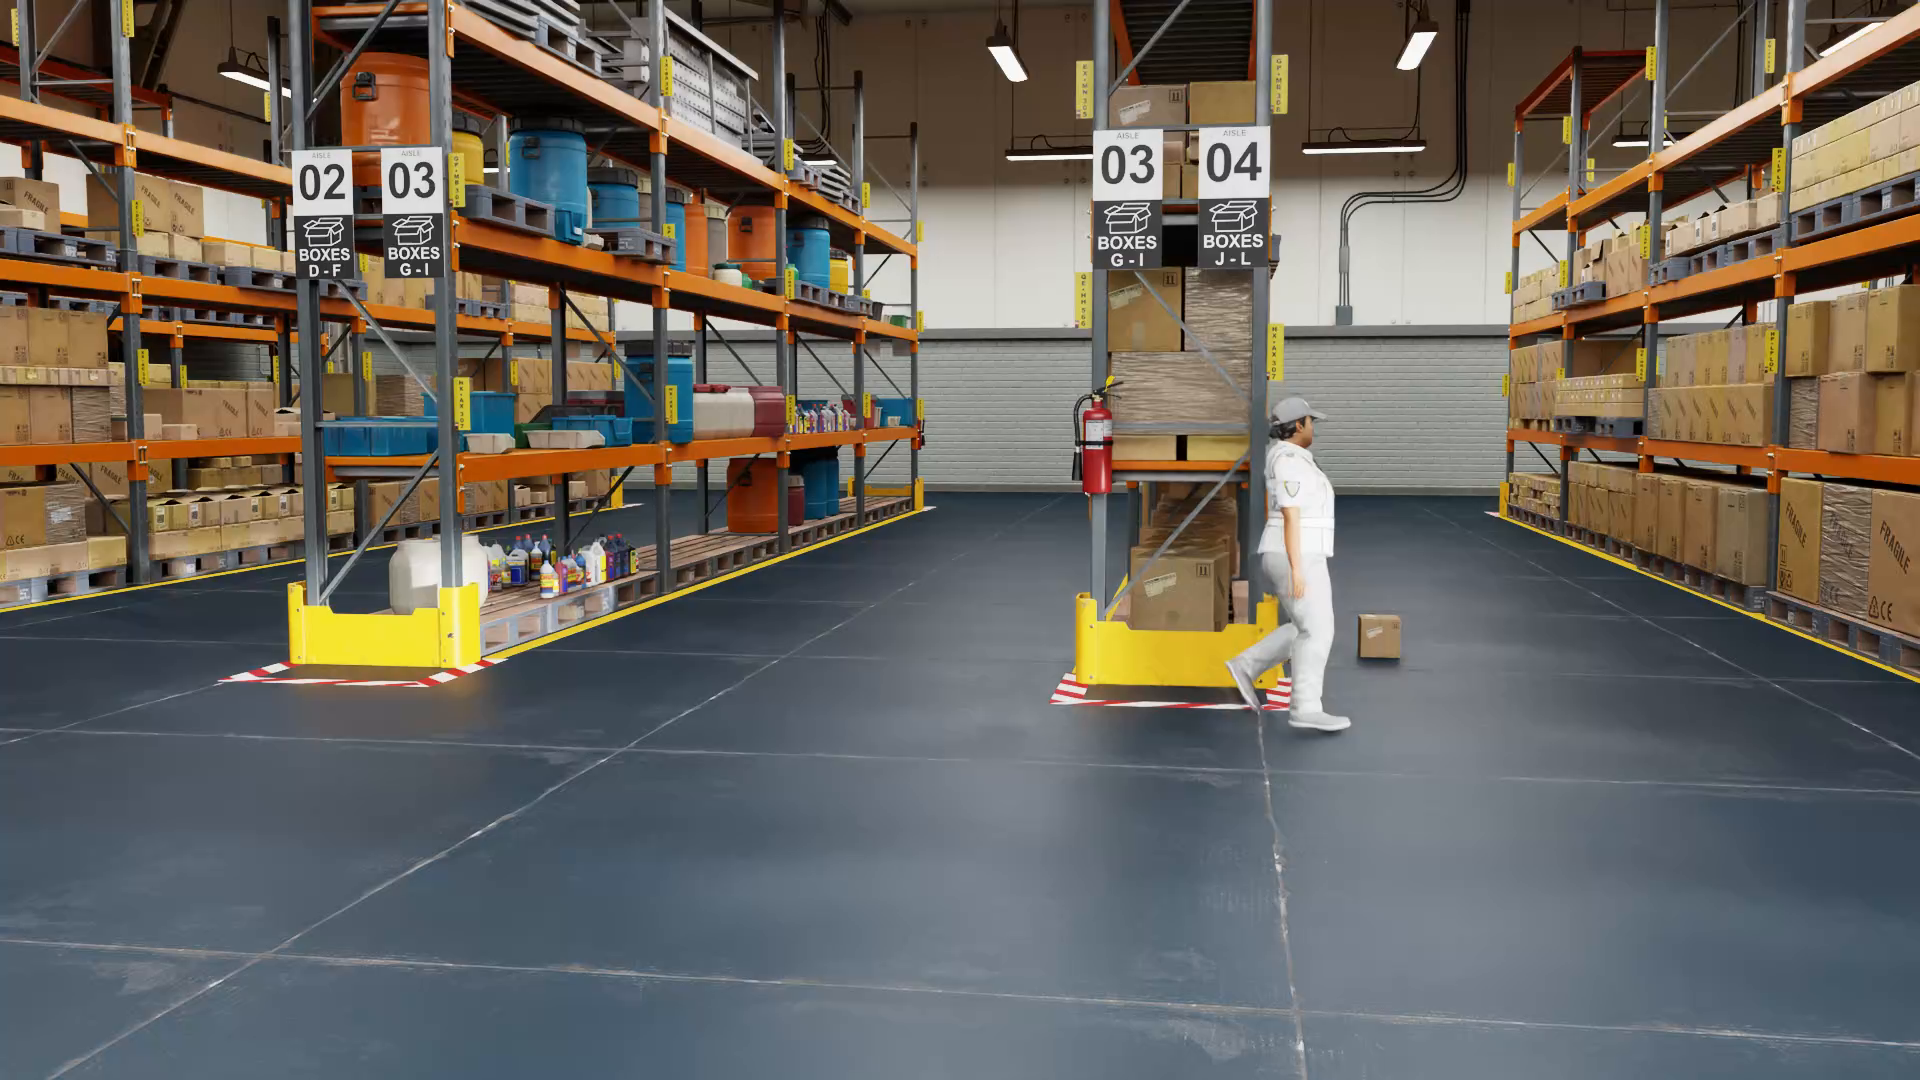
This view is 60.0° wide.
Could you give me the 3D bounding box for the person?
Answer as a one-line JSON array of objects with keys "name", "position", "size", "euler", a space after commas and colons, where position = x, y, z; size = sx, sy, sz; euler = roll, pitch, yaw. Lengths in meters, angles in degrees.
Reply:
[{"name": "person", "position": [1.659, 0.107, 8.346], "size": [0.590, 1.642, 0.504], "euler": [0, 5, 6]}]
